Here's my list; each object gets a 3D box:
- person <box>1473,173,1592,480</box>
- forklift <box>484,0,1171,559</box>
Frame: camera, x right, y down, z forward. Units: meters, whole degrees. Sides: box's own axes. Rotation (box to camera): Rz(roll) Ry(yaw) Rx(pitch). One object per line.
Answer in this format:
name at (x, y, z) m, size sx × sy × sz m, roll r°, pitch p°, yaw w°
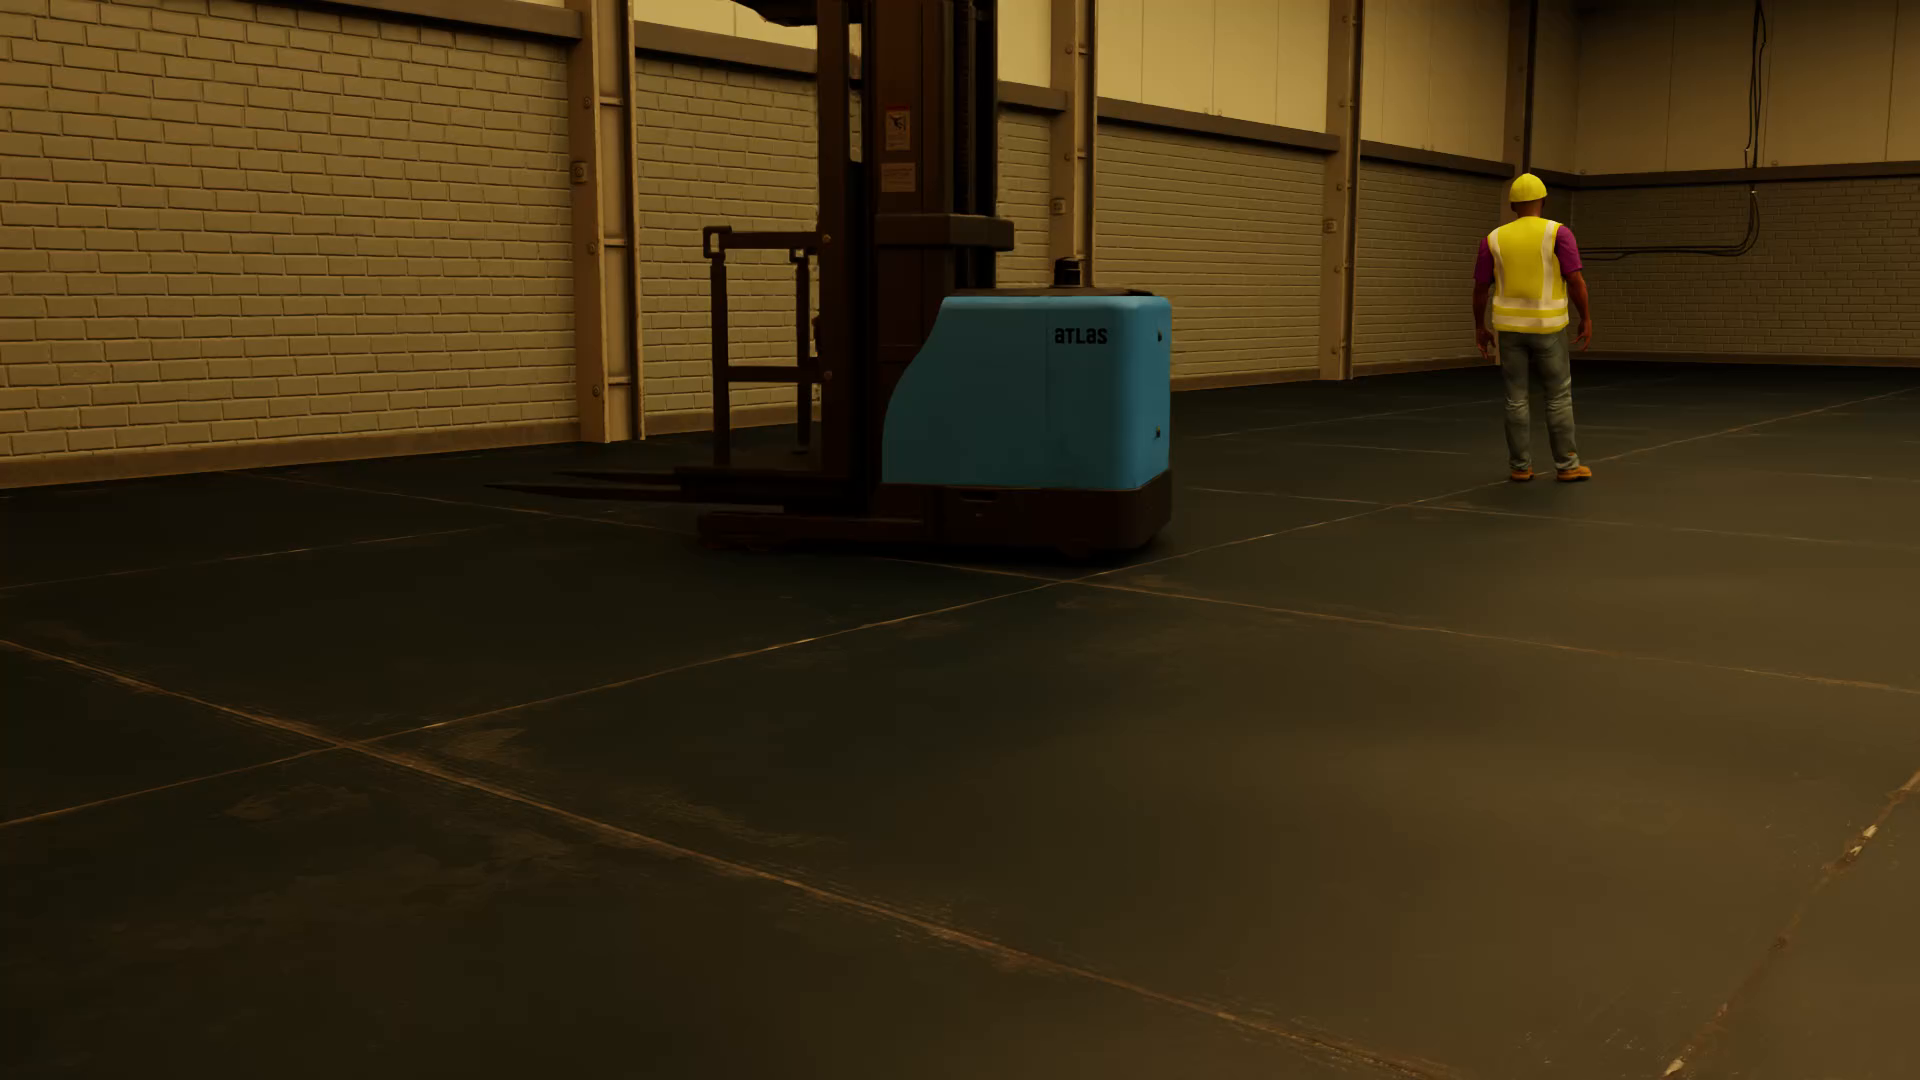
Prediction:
person at (3.360, -1.239, 9.725) m, size 0.665 × 1.766 × 0.577 m, roll 6°, pitch 10°, yaw 34°
forklift at (-0.623, -1.467, 7.309) m, size 3.031 × 2.935 × 1.130 m, roll 2°, pitch 9°, yaw 15°
